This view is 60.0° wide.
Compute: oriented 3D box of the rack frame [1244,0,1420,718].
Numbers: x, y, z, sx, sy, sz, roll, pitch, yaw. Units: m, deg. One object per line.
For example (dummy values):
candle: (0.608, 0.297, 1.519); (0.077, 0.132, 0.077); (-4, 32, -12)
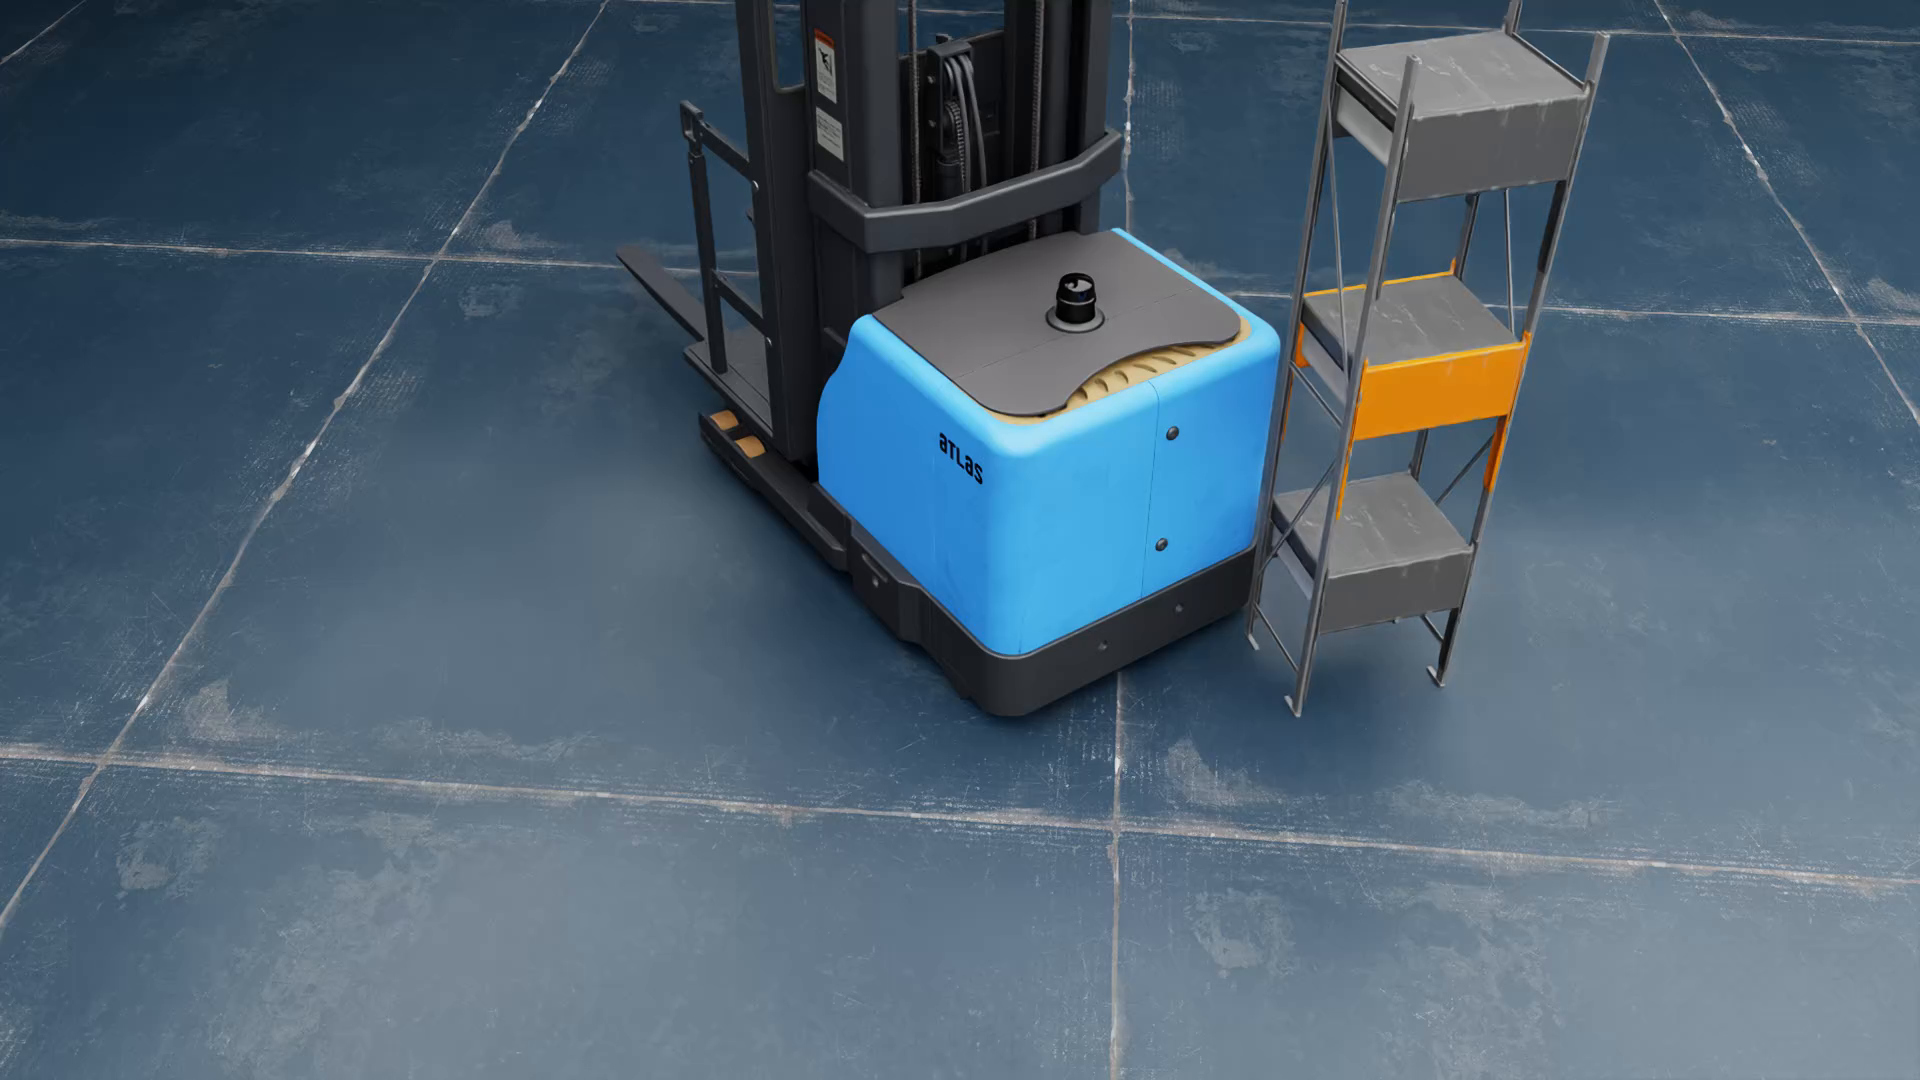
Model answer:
rack frame: (0.979, -0.392, 4.568); (0.015, 2.100, 0.400); (-10, 40, -12)

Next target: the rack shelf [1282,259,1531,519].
rack shelf: (1.214, -0.423, 4.628); (0.480, 0.518, 0.431); (-10, 40, -12)

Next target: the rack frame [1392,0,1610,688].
rack frame: (1.449, -0.475, 4.670); (0.015, 2.100, 0.400); (-10, 40, -12)

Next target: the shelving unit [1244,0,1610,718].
shelving unit: (1.214, -0.433, 4.619); (0.503, 2.100, 0.431); (-10, 40, -12)

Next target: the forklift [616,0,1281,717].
forklift: (-0.297, -1.500, 5.271); (1.130, 2.935, 3.031); (-23, 45, -26)

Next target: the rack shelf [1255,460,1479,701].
rack shelf: (1.214, 0.120, 5.069); (0.480, 0.518, 0.431); (-10, 40, -12)

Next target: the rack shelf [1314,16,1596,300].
rack shelf: (1.214, -0.966, 4.186); (0.480, 0.518, 0.431); (-10, 40, -12)
